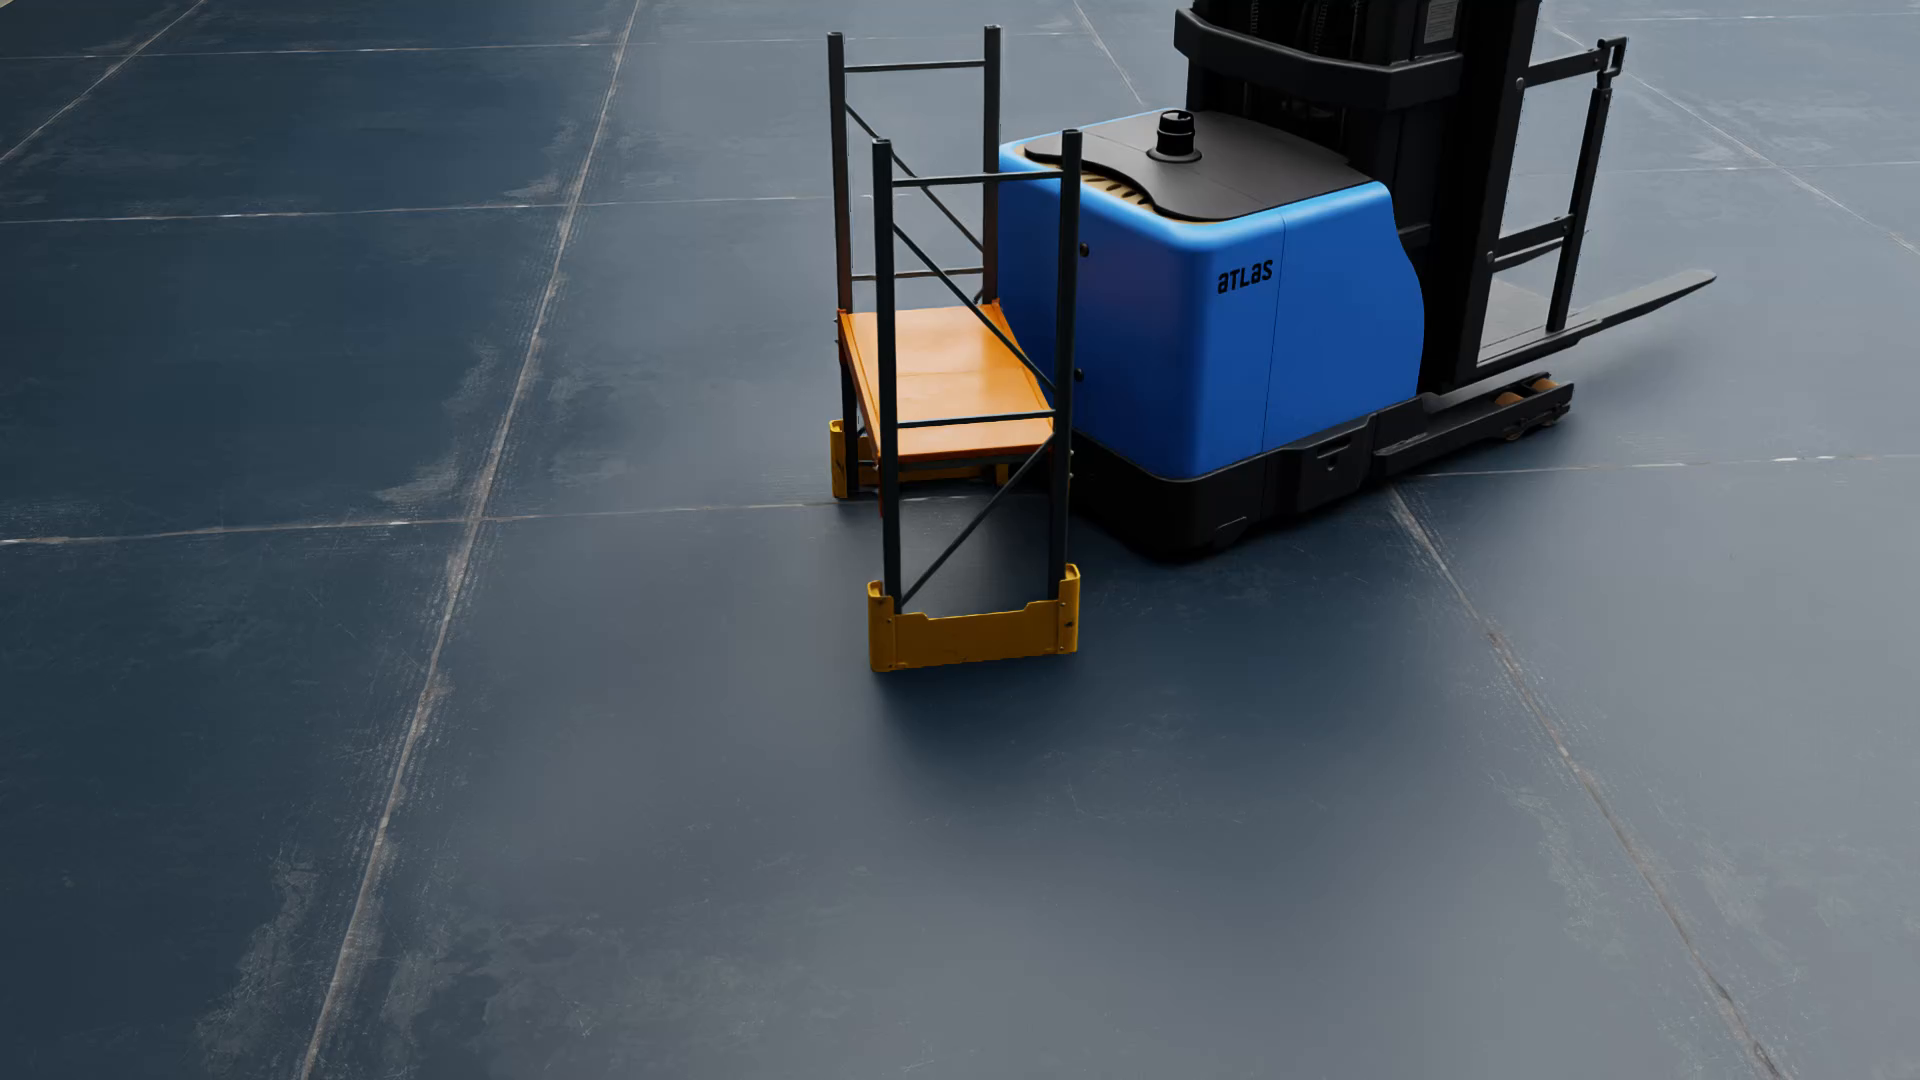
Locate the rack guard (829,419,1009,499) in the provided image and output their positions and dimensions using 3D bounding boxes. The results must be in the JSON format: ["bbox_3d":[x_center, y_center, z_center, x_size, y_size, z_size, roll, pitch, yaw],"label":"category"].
[{"bbox_3d":[-0.131,-0.286,5.485,0.587,0.250,0.087,-5,31,-8],"label":"rack guard"}]

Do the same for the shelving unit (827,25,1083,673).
[{"bbox_3d":[-0.046,-0.571,4.743,0.587,1.500,1.083,-5,31,-8],"label":"shelving unit"}]

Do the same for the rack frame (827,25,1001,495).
[{"bbox_3d":[-0.131,-0.823,5.165,0.500,1.500,0.032,-5,31,-8],"label":"rack frame"}]

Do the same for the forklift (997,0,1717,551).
[{"bbox_3d":[1.565,-1.809,5.420,3.031,2.935,1.130,-20,36,-30],"label":"forklift"}]

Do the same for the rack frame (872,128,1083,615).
[{"bbox_3d":[0.042,-0.309,4.305,0.500,1.500,0.032,-5,31,-8],"label":"rack frame"}]

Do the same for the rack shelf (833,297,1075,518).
[{"bbox_3d":[-0.045,-0.412,4.828,0.538,0.185,1.000,-5,31,-8],"label":"rack shelf"}]

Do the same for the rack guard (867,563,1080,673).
[{"bbox_3d":[0.039,0.217,4.642,0.587,0.250,0.087,-5,31,-8],"label":"rack guard"}]
